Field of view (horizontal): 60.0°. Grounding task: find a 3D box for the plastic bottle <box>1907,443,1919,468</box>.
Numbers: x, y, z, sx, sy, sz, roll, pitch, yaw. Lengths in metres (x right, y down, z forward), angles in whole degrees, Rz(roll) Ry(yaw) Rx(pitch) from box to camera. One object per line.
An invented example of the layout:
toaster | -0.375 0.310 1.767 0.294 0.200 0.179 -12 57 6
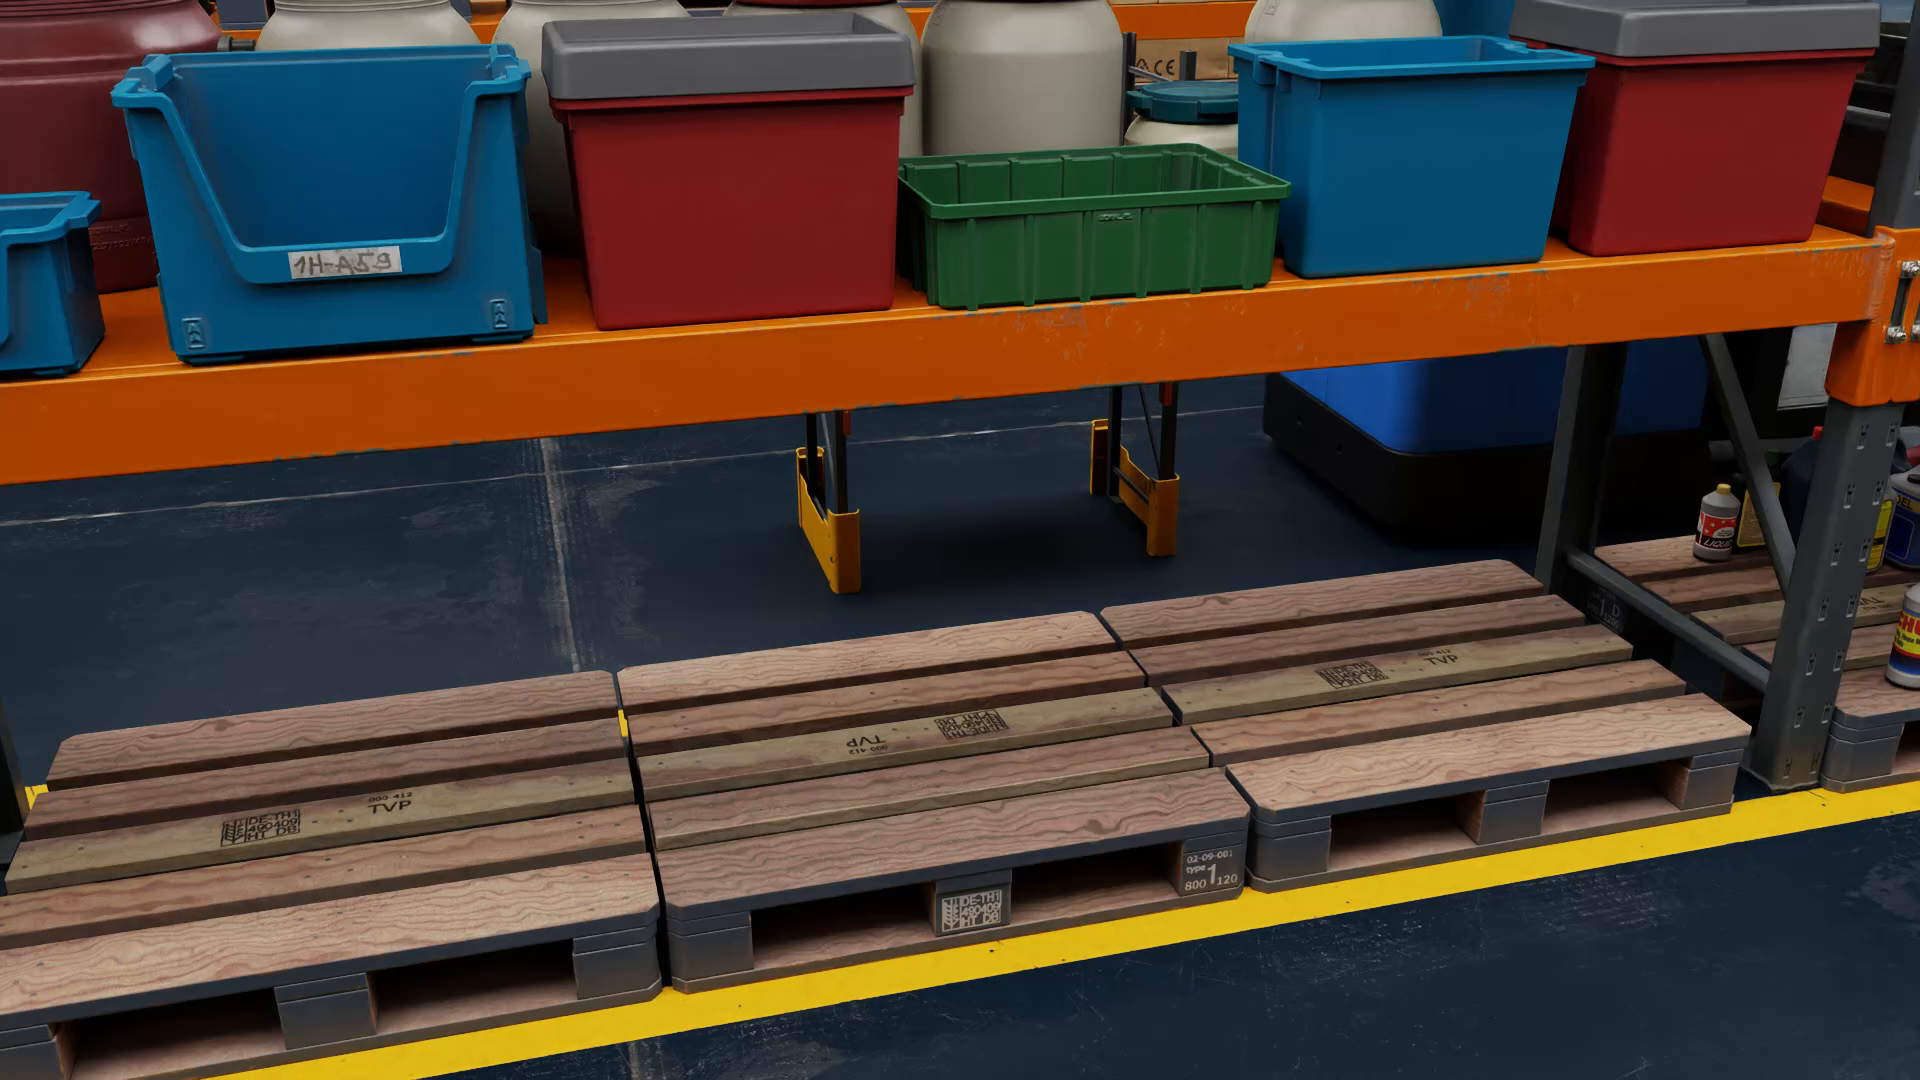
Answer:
plastic bottle | 2.687 -0.167 4.722 0.133 0.283 0.061 -5 24 -11

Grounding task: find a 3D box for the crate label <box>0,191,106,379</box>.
crate label | -1.530 -0.381 2.546 0.416 0.233 0.303 -6 24 -14

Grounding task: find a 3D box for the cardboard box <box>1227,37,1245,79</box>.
cardboard box | 2.450 -4.301 13.632 0.875 0.875 0.875 -6 24 -14

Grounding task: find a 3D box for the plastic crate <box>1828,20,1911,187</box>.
plastic crate | 2.353 -0.960 3.763 0.504 0.338 0.767 -6 24 -14

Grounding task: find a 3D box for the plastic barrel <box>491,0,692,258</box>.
plastic barrel | -0.698 -0.842 3.267 0.421 0.512 0.421 0 23 0

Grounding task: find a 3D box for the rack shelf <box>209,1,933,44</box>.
rack shelf | -1.449 -2.318 7.761 4.000 0.370 1.077 -6 24 -14

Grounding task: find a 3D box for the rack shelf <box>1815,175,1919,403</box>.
rack shelf | 3.740 -0.864 4.371 4.000 0.370 1.077 -6 24 -14

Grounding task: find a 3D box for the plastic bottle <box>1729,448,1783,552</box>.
plastic bottle | 2.189 -0.112 4.593 0.133 0.283 0.061 -5 24 -12

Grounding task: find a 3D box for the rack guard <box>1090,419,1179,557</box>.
rack guard | 0.553 -0.176 5.343 0.087 0.250 0.587 -6 24 -14

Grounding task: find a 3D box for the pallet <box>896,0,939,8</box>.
pallet | -0.298 -2.747 8.092 1.213 0.211 1.003 -6 24 -14

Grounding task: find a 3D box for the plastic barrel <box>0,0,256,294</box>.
plastic barrel | -1.672 -0.782 3.097 0.708 0.536 0.600 -6 24 -14

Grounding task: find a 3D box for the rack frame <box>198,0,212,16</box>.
rack frame | -3.375 -2.436 7.123 0.127 3.000 1.000 -6 24 -14

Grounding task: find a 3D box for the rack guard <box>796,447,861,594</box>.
rack guard | -0.406 -0.070 5.096 0.087 0.250 0.587 -6 24 -14

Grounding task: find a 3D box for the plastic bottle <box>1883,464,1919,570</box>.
plastic bottle | 2.606 -0.077 4.521 0.135 0.276 0.152 -6 24 -14

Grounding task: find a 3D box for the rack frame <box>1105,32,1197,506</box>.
rack frame | 0.572 -0.752 5.102 0.032 1.500 0.500 -6 24 -14

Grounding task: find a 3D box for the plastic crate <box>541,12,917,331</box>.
plastic crate | -0.398 -0.641 2.858 0.583 0.464 0.402 -6 24 -14

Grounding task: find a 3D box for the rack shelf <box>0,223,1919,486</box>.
rack shelf | -0.111 -0.438 3.378 4.000 0.370 1.077 -6 24 -14

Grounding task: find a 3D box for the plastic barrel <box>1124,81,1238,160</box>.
plastic barrel | 0.499 -0.835 3.568 0.301 0.262 0.301 0 23 0

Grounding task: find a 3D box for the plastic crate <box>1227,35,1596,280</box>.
plastic crate | 0.837 -0.738 3.187 0.575 0.384 0.392 -6 24 -14

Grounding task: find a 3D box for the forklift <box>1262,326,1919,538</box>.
forklift | 2.663 -1.656 5.392 3.031 2.935 1.130 -6 24 -13

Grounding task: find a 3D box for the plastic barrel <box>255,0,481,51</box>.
plastic barrel | -1.104 -0.797 3.162 0.421 0.512 0.421 0 23 0

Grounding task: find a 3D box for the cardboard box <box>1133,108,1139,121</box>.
cardboard box | 0.873 -1.933 8.590 0.500 0.500 0.500 -7 24 -16

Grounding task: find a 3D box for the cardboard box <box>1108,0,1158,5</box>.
cardboard box | 0.765 -2.655 7.952 0.250 0.149 0.380 -6 24 -14

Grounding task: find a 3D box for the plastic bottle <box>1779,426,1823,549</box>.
plastic bottle | 2.357 -0.144 4.584 0.185 0.351 0.144 -7 24 -16

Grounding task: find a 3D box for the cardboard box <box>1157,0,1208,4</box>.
cardboard box | 1.009 -2.677 8.003 0.250 0.149 0.380 -6 24 -14

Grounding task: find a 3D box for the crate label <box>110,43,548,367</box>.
crate label | -1.007 -0.575 2.740 0.616 0.435 0.502 -6 24 -14

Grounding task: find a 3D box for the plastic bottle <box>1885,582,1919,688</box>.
plastic bottle | 2.240 0.203 3.876 0.097 0.271 0.097 0 23 0

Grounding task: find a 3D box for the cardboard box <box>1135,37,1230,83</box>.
cardboard box | 1.604 -4.206 13.411 0.875 0.875 0.875 -7 24 -15

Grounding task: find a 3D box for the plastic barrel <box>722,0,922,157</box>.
plastic barrel | -0.289 -0.901 3.373 0.433 0.535 0.433 0 23 0

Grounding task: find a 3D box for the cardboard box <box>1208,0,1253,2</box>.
cardboard box | 1.242 -2.714 8.089 0.250 0.149 0.380 -6 24 -14

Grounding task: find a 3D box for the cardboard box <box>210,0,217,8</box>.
cardboard box | -5.205 -3.546 11.397 0.500 0.250 0.500 -7 24 -16

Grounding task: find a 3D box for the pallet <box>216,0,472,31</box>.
pallet | -2.717 -2.464 7.432 1.003 0.211 1.213 -6 24 -14

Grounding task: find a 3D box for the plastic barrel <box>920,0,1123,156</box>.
plastic barrel | 0.128 -0.947 3.481 0.433 0.535 0.433 0 23 0

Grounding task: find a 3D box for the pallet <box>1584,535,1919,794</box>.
pallet | 2.473 0.244 4.413 1.213 0.211 1.003 -6 24 -14

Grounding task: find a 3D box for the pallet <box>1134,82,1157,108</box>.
pallet | 1.164 -3.657 13.505 1.213 0.211 1.003 -6 24 -14

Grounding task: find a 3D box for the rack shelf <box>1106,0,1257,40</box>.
rack shelf | 2.402 -2.744 8.754 4.000 0.370 1.077 -6 24 -14

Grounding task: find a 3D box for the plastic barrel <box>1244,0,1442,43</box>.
plastic barrel | 0.834 -1.025 3.663 0.433 0.535 0.433 0 23 0

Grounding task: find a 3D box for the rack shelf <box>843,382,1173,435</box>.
rack shelf | 0.082 -0.533 5.046 1.000 0.185 0.538 -6 24 -14

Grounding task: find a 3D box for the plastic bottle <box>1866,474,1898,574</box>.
plastic bottle | 2.396 -0.090 4.456 0.185 0.351 0.144 -6 24 -14

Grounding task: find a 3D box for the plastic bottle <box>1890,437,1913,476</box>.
plastic bottle | 2.542 -0.165 4.631 0.185 0.351 0.144 -8 24 -17

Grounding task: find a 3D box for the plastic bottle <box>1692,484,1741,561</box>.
plastic bottle | 2.080 -0.055 4.564 0.097 0.201 0.097 0 23 0

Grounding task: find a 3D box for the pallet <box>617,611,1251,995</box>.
pallet | -0.108 0.530 3.748 1.213 0.211 1.003 -6 24 -14

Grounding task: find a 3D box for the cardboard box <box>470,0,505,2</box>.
cardboard box | -3.166 -3.614 12.189 0.750 0.750 1.050 -6 24 -14

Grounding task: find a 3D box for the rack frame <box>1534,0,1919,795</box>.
rack frame | 1.815 -0.981 3.733 0.127 3.000 1.000 -6 24 -14

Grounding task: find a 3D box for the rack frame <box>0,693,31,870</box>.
rack frame | -2.037 -0.555 2.740 0.127 3.000 1.000 -6 24 -14

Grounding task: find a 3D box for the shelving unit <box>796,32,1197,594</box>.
shelving unit | 0.073 -0.697 4.973 1.083 1.500 0.587 -6 24 -14

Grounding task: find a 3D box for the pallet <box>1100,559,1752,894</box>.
pallet | 1.069 0.398 4.054 1.213 0.211 1.003 -6 24 -14

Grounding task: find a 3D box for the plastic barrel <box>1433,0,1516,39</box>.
plastic barrel | 1.361 -1.286 3.806 0.708 0.901 0.600 -6 24 -14

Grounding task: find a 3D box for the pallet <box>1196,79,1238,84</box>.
pallet | 2.337 -3.785 13.804 1.213 0.211 1.003 -6 24 -14

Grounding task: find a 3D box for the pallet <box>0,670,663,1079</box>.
pallet | -1.280 0.658 3.448 1.213 0.211 1.003 -6 24 -14

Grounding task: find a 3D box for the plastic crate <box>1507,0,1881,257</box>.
plastic crate | 1.431 -0.843 3.330 0.583 0.464 0.402 -6 24 -14

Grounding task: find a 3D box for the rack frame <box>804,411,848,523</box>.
rack frame | -0.407 -0.644 4.849 0.032 1.500 0.500 -6 24 -14

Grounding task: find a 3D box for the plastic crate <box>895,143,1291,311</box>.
plastic crate | 0.214 -0.591 3.093 0.662 0.188 0.450 -6 24 -14

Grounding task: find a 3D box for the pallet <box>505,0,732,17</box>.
pallet | -1.480 -2.574 7.688 1.213 0.211 1.003 -6 24 -14
